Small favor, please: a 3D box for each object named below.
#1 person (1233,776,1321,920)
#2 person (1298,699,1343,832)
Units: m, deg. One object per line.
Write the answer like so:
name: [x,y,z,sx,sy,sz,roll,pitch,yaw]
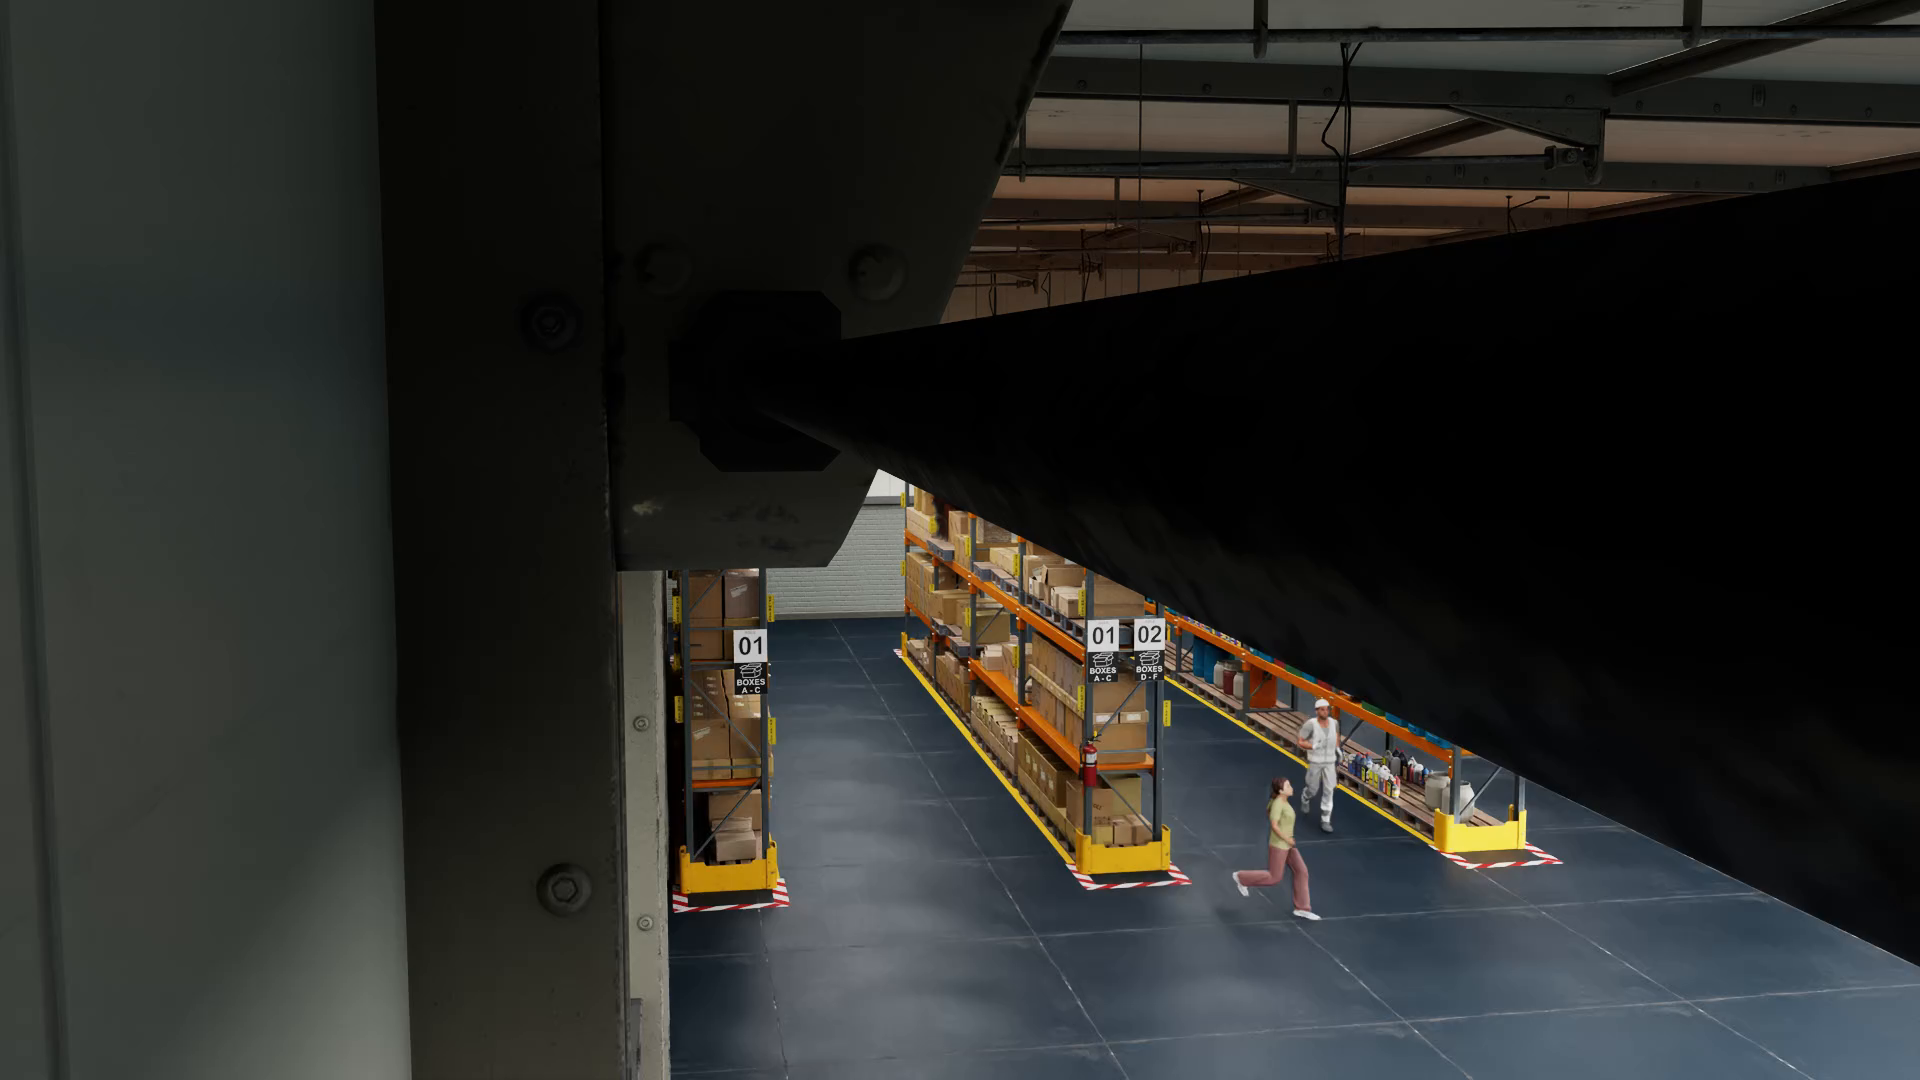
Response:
person: [3.674,3.547,19.227,1.008,1.652,0.559,3,6,24]
person: [4.957,3.054,22.922,0.668,1.770,0.908,-1,6,-8]
